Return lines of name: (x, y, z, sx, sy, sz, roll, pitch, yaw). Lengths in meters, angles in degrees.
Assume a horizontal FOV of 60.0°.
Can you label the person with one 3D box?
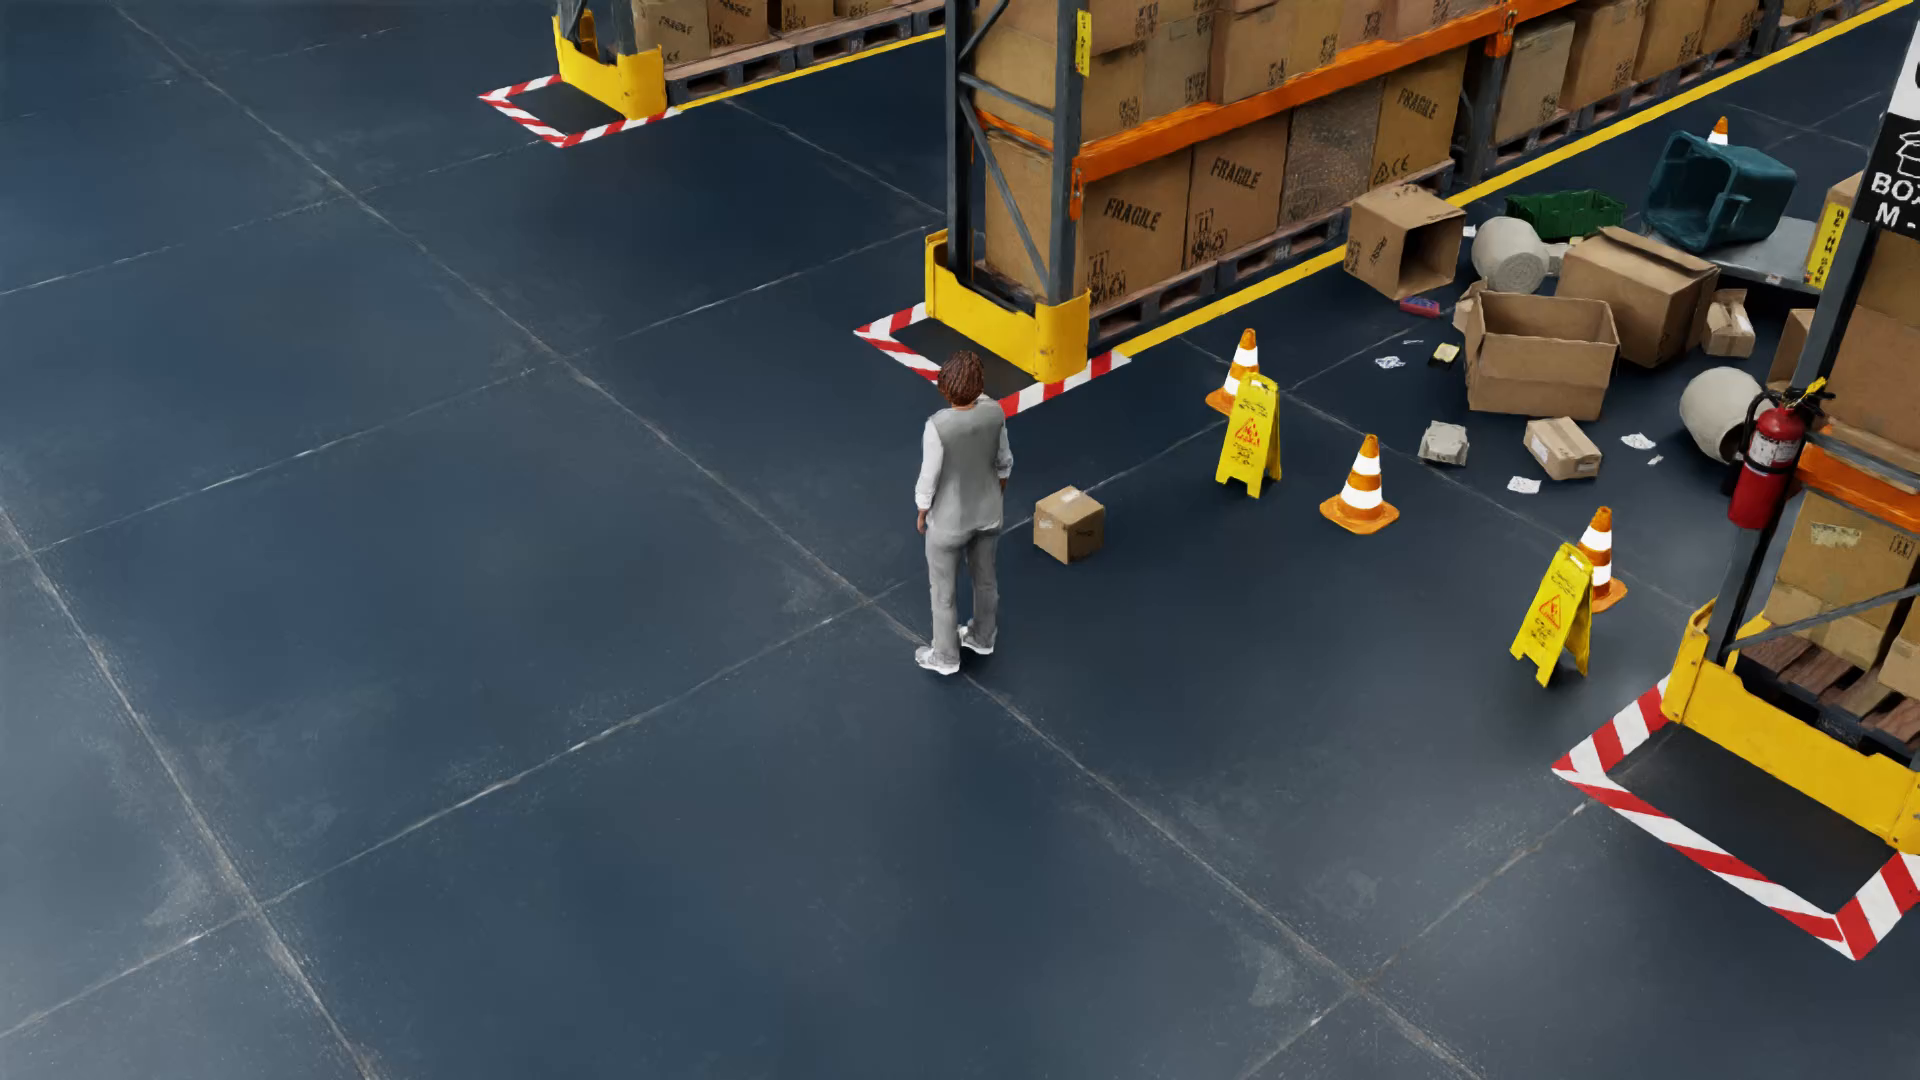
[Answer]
person: (0.007, -0.101, 7.205, 0.460, 1.632, 0.363, -18, 40, -22)
